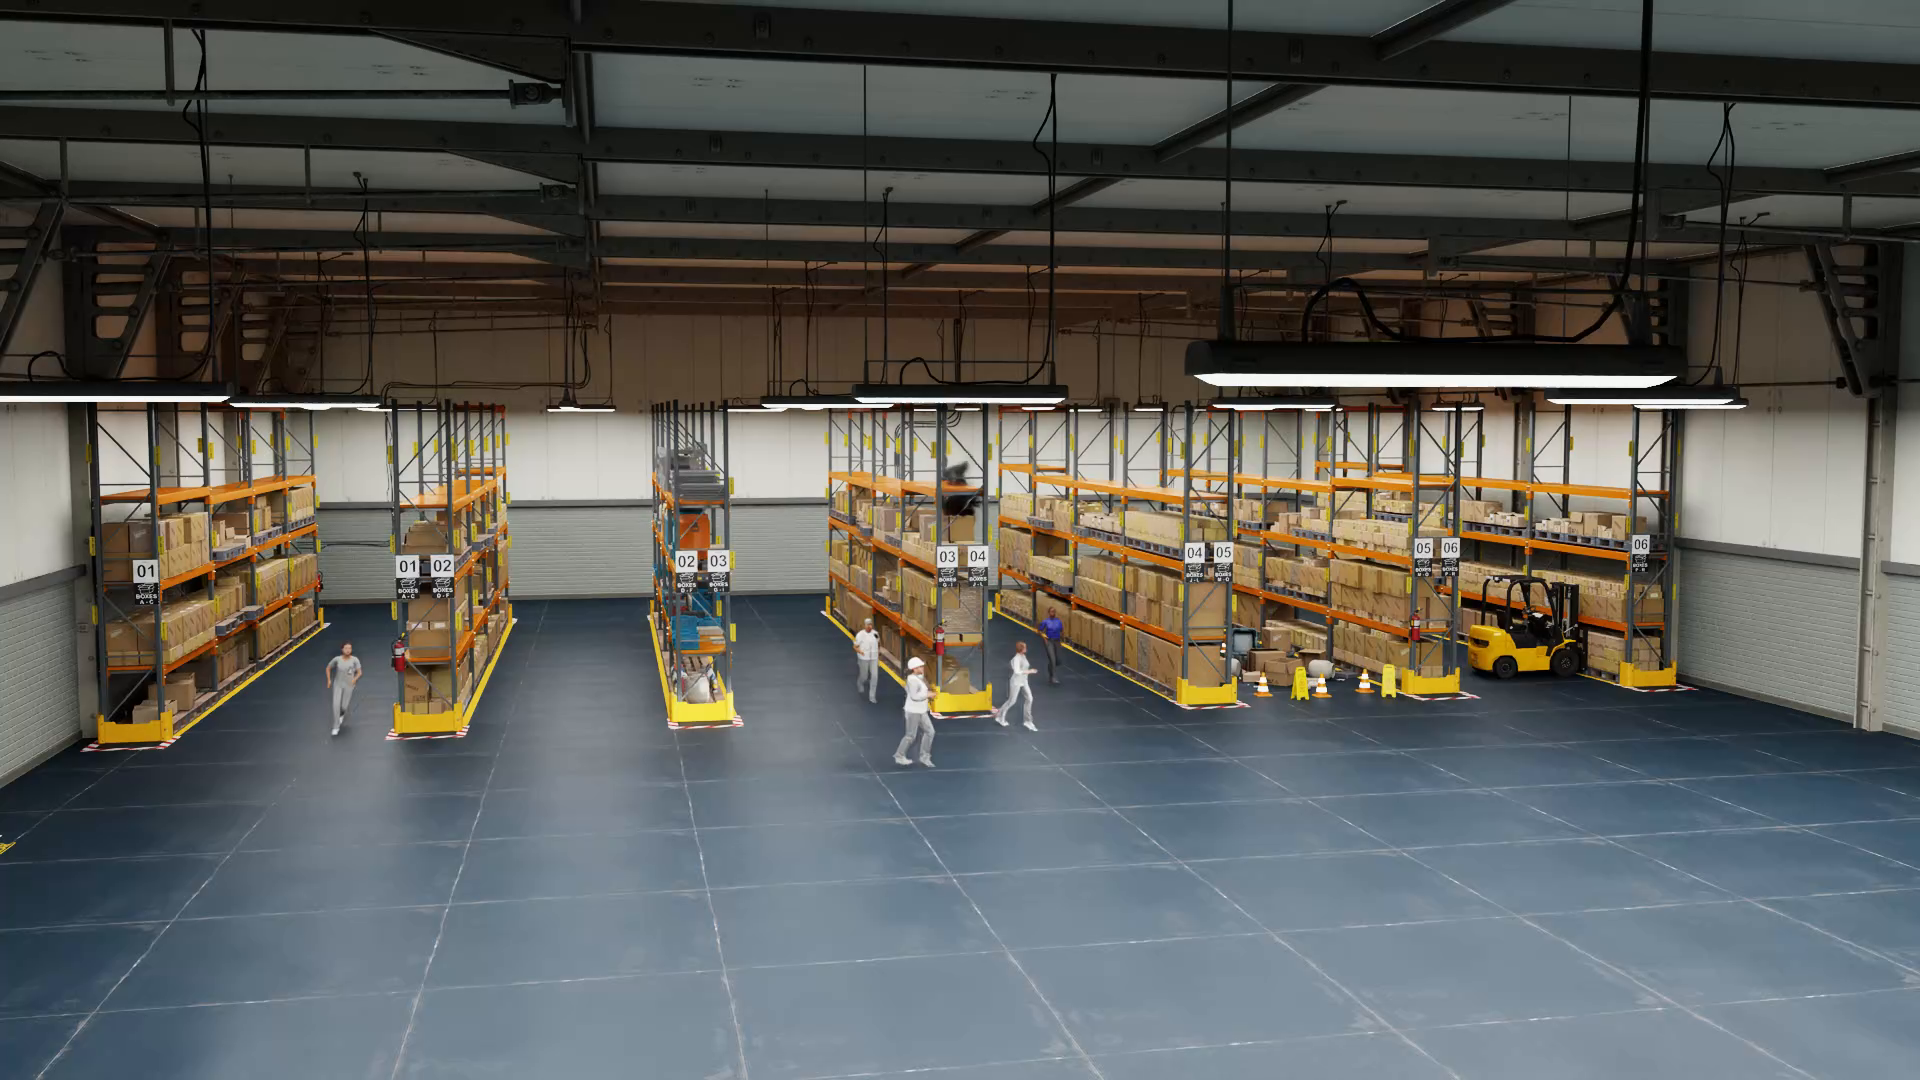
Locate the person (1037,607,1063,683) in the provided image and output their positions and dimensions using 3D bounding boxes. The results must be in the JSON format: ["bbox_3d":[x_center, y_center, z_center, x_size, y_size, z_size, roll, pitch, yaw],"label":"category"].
[{"bbox_3d":[1.958,2.232,35.646,0.581,1.608,0.681,-2,5,-19],"label":"person"}]

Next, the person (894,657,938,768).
[{"bbox_3d":[-0.701,2.811,26.951,0.729,1.825,0.649,1,4,12],"label":"person"}]

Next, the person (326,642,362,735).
[{"bbox_3d":[-11.154,2.656,30.127,0.605,1.642,0.736,-2,5,-20],"label":"person"}]

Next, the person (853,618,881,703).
[{"bbox_3d":[-1.845,2.399,33.384,0.607,1.667,0.841,-1,5,-18],"label":"person"}]

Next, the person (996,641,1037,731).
[{"bbox_3d":[1.028,2.641,30.198,0.795,1.629,0.473,2,5,27],"label":"person"}]
